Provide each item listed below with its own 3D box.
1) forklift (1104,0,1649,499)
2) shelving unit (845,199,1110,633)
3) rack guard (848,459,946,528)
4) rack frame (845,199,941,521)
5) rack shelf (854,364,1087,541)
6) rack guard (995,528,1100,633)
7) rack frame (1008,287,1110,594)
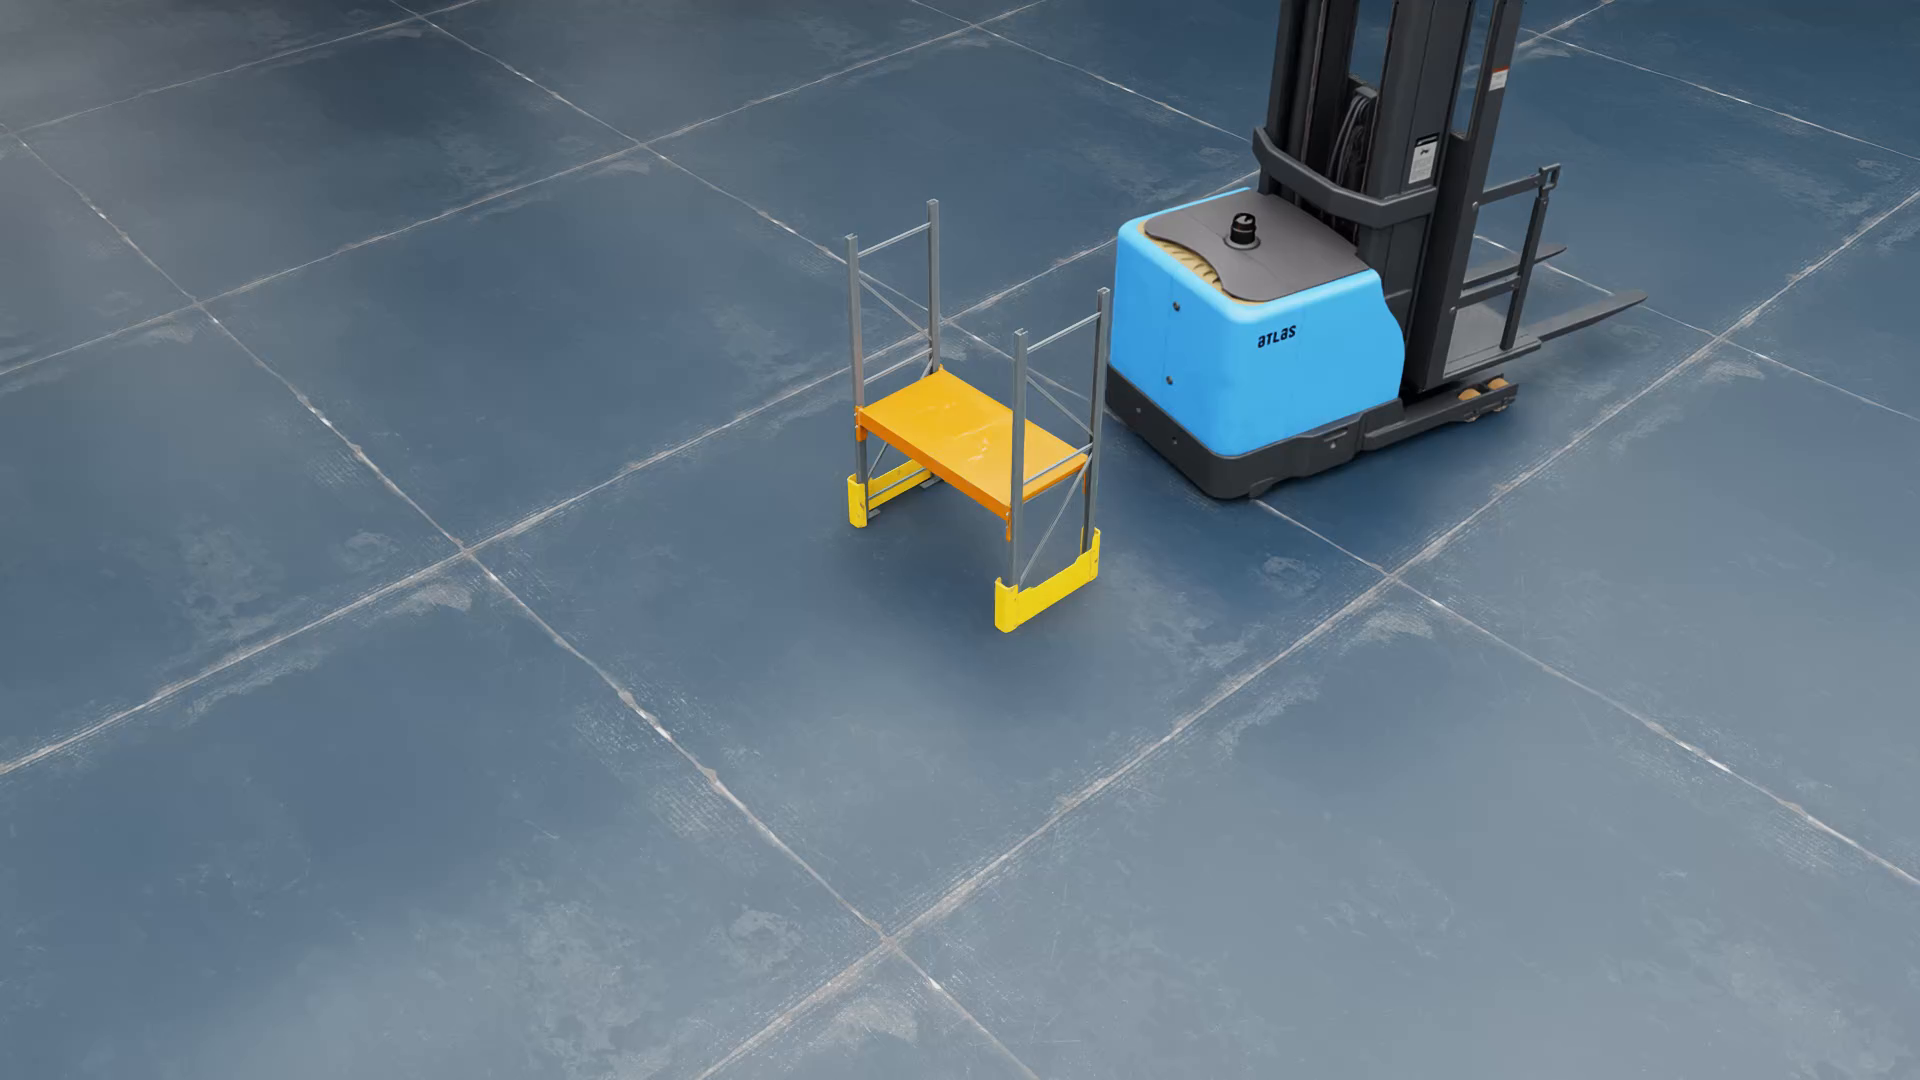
[{"bbox_3d":[2.275,-2.012,7.908,3.031,2.935,1.130,-20,43,-23],"label":"forklift"},{"bbox_3d":[0.052,-0.548,7.235,0.587,1.500,1.083,-30,48,-32],"label":"shelving unit"},{"bbox_3d":[-0.285,-0.292,7.913,0.587,0.250,0.087,-30,48,-32],"label":"rack guard"},{"bbox_3d":[-0.286,-0.779,7.521,0.500,1.500,0.032,-30,48,-32],"label":"rack frame"},{"bbox_3d":[0.058,-0.404,7.343,0.538,0.185,1.000,-30,48,-32],"label":"rack shelf"},{"bbox_3d":[0.388,0.169,7.342,0.587,0.250,0.087,-30,48,-32],"label":"rack guard"},{"bbox_3d":[0.402,-0.309,6.939,0.500,1.500,0.032,-30,48,-32],"label":"rack frame"}]
